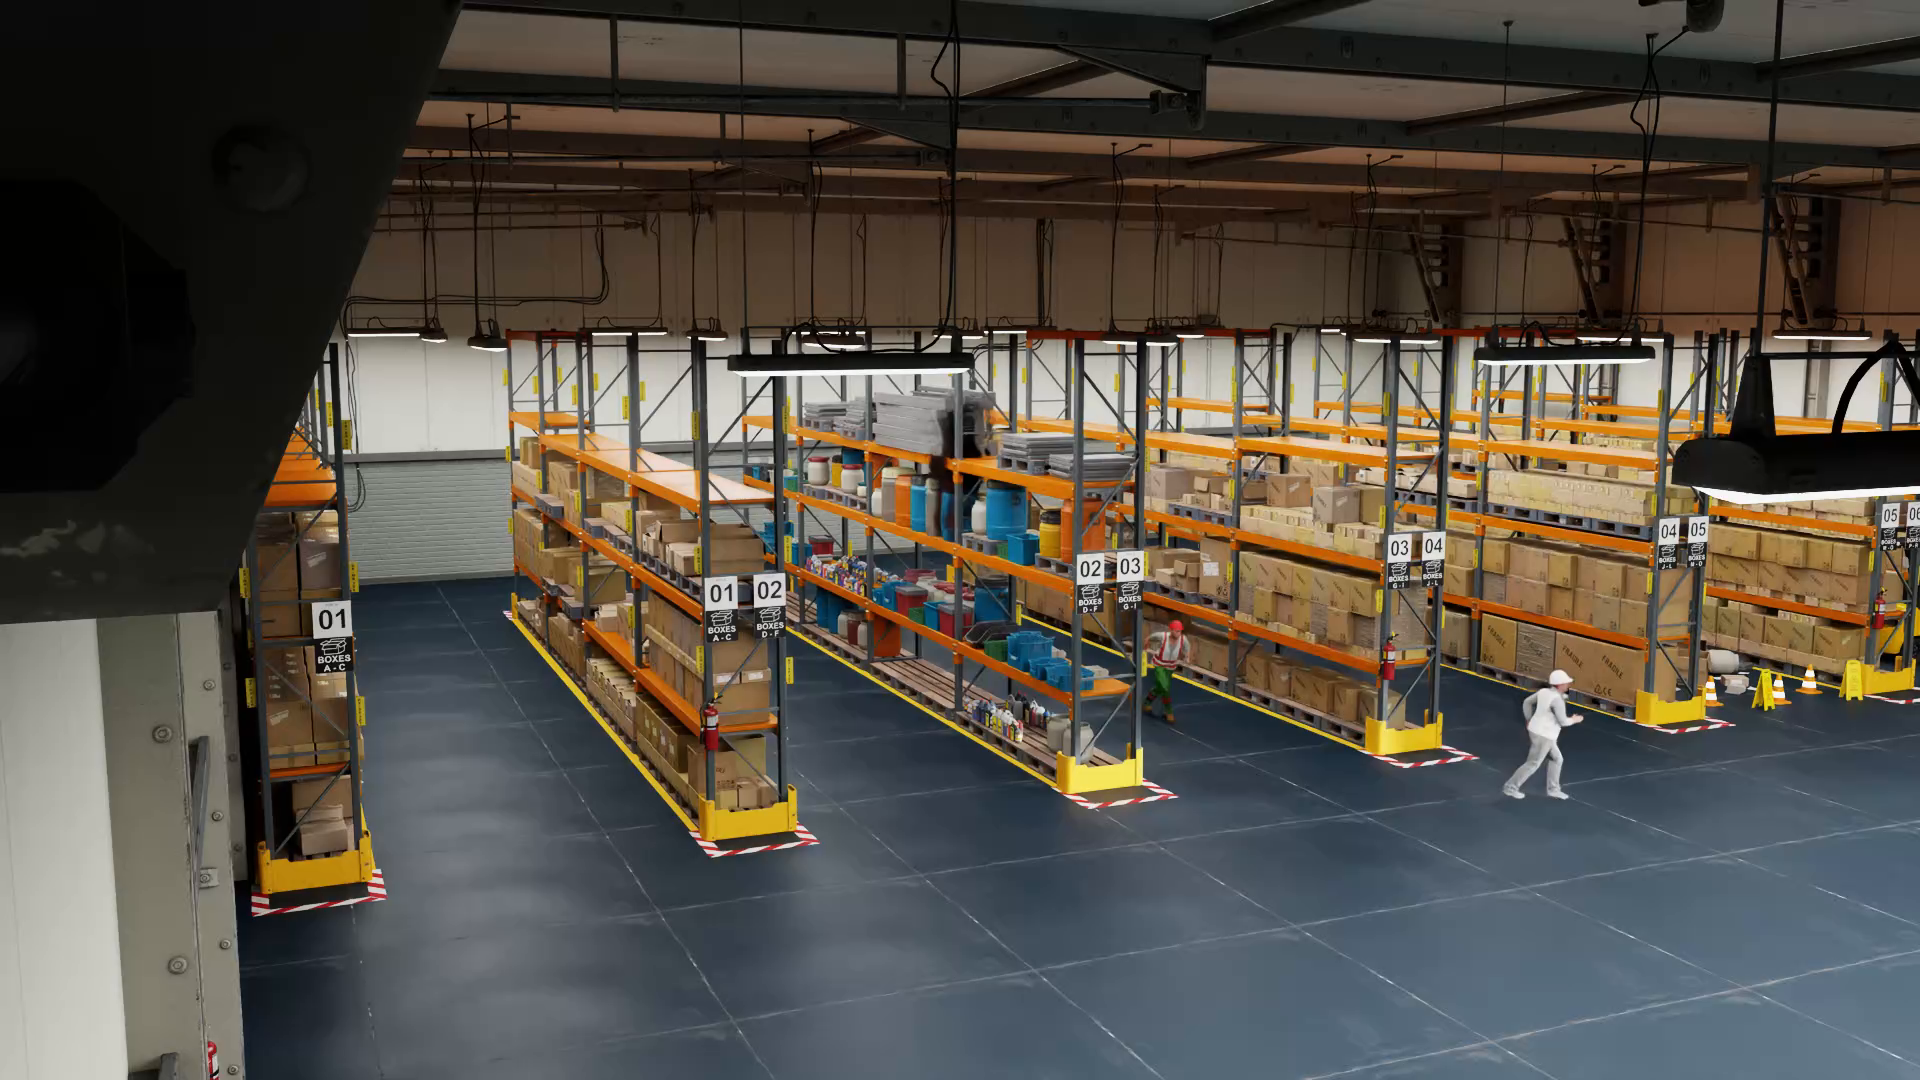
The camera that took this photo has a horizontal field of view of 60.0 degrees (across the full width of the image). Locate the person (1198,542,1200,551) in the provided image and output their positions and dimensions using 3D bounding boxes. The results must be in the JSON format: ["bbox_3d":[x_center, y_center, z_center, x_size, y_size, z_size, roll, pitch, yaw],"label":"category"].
[{"bbox_3d":[6.241,-0.186,41.397,1.045,1.729,0.670,2,8,13],"label":"person"}]

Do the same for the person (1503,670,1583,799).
[{"bbox_3d":[7.546,2.537,21.545,0.986,1.738,0.659,0,8,1],"label":"person"}]

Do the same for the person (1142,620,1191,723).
[{"bbox_3d":[3.194,1.988,25.959,0.678,1.602,1.119,-3,8,-20],"label":"person"}]
